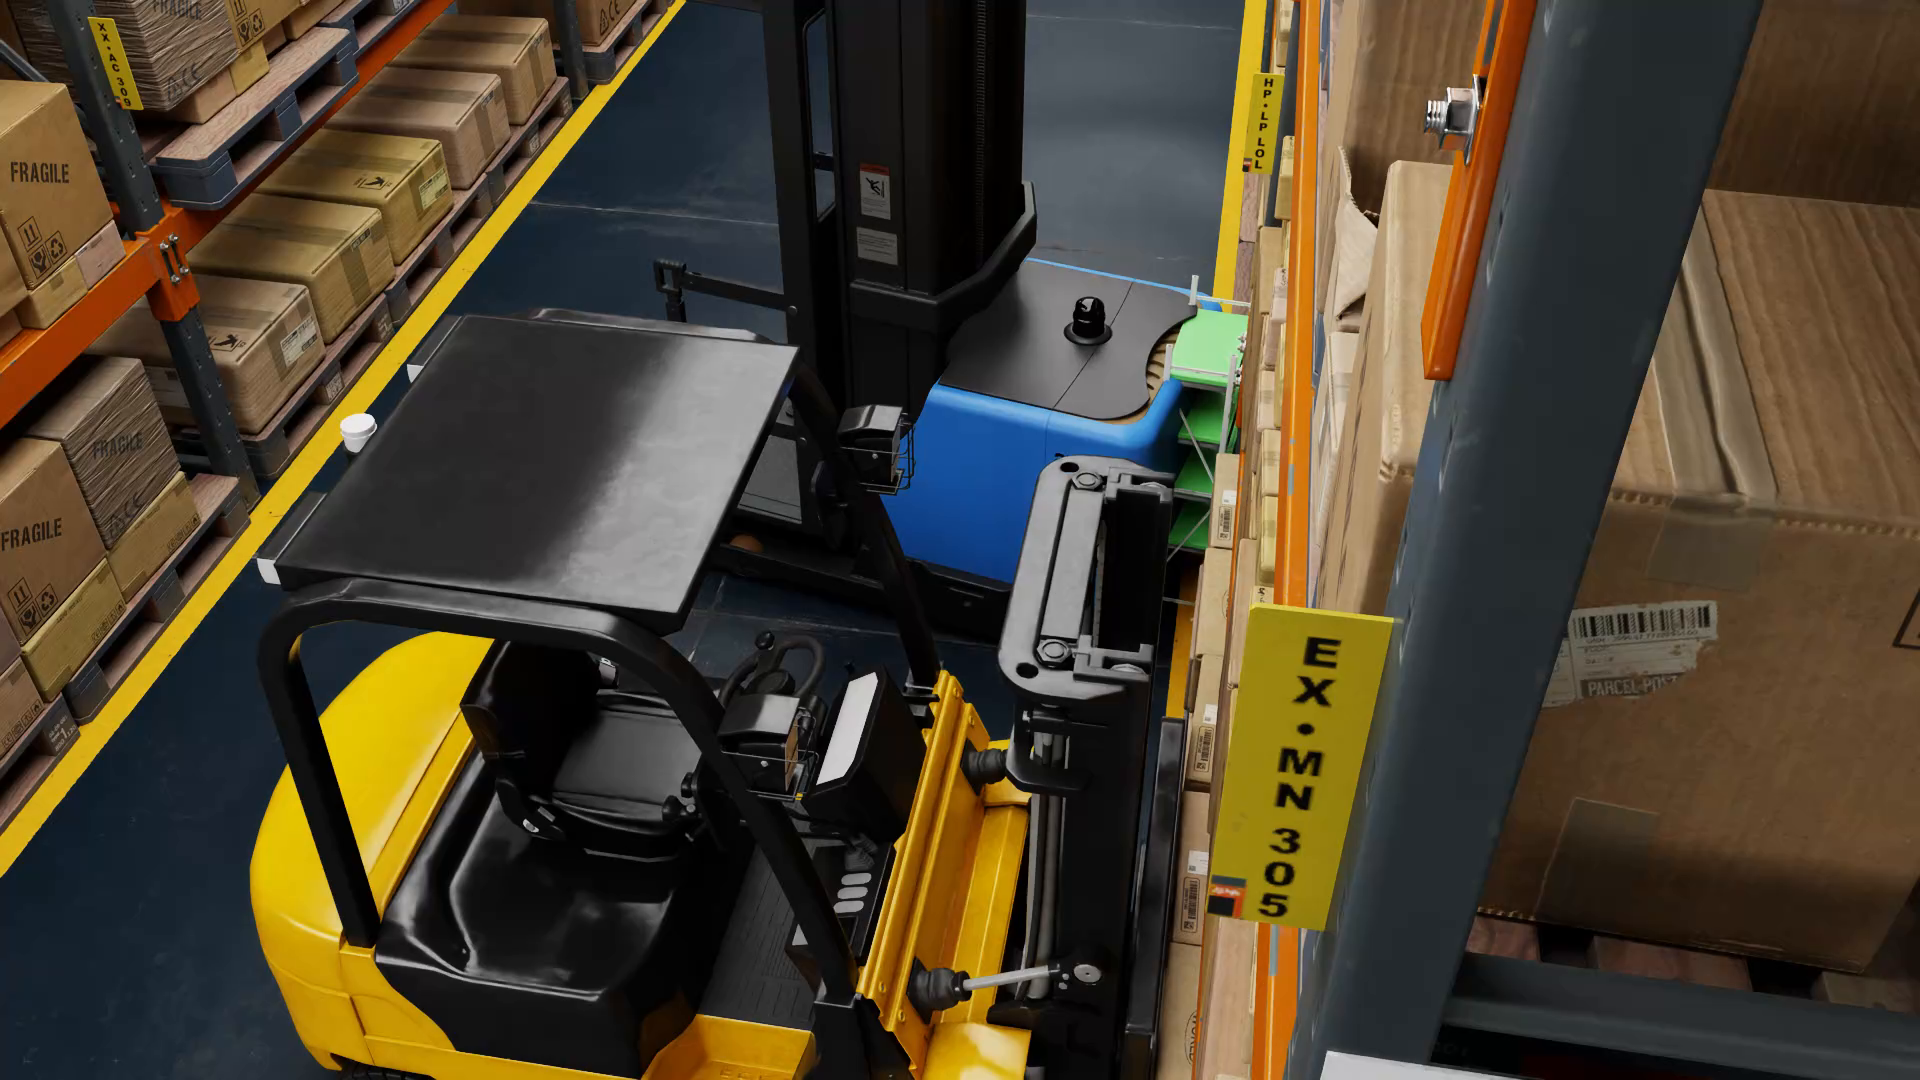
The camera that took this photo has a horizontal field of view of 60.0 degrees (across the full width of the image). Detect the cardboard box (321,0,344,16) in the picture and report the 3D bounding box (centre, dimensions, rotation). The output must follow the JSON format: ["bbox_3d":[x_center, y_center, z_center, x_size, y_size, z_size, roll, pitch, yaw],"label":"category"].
[{"bbox_3d":[-2.860,-2.378,7.139,0.380,0.149,0.250,7,40,8],"label":"cardboard box"}]

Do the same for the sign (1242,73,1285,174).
[{"bbox_3d":[0.930,-1.271,5.087,0.100,0.325,0.005,6,40,8],"label":"sign"}]

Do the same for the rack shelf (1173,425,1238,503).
[{"bbox_3d":[0.887,-0.269,6.226,0.258,0.148,0.480,11,40,13],"label":"rack shelf"}]

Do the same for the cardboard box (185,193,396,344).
[{"bbox_3d":[-3.214,-1.277,7.673,0.950,0.372,0.625,9,40,10],"label":"cardboard box"}]

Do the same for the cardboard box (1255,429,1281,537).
[{"bbox_3d":[0.902,-0.119,3.952,0.380,0.149,0.250,5,40,6],"label":"cardboard box"}]

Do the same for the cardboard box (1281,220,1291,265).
[{"bbox_3d":[1.152,-0.919,4.920,0.380,0.149,0.250,6,40,7],"label":"cardboard box"}]

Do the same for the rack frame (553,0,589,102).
[{"bbox_3d":[-2.731,-3.857,9.061,1.000,3.000,0.127,6,40,8],"label":"rack frame"}]

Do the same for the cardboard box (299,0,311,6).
[{"bbox_3d":[-2.874,-2.547,6.836,0.500,0.500,0.500,6,40,7],"label":"cardboard box"}]

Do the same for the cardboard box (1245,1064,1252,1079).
[{"bbox_3d":[0.678,0.852,2.778,0.380,0.149,0.250,7,40,9],"label":"cardboard box"}]

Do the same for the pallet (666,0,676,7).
[{"bbox_3d":[-2.307,-4.032,11.461,1.003,0.211,1.213,6,40,8],"label":"pallet"}]

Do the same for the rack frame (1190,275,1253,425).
[{"bbox_3d":[0.956,-0.465,6.368,0.240,1.200,0.015,11,40,13],"label":"rack frame"}]

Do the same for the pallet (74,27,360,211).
[{"bbox_3d":[-3.148,-1.736,6.647,1.003,0.211,1.213,6,40,8],"label":"pallet"}]

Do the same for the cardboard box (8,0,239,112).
[{"bbox_3d":[-3.060,-1.924,6.082,0.500,0.500,0.500,7,40,9],"label":"cardboard box"}]

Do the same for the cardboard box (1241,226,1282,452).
[{"bbox_3d":[1.132,-0.591,5.032,0.500,0.500,0.500,5,40,6],"label":"cardboard box"}]

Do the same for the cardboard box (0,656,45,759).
[{"bbox_3d":[-3.436,0.606,5.492,0.500,0.250,0.500,7,40,8],"label":"cardboard box"}]

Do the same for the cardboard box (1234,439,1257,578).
[{"bbox_3d":[0.972,0.056,4.250,0.500,0.500,0.500,6,40,7],"label":"cardboard box"}]

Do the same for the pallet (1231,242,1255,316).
[{"bbox_3d":[1.764,-0.962,7.747,1.003,0.211,1.213,6,40,8],"label":"pallet"}]

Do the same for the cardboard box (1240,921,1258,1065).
[{"bbox_3d":[0.659,0.732,2.690,0.380,0.149,0.250,7,40,9],"label":"cardboard box"}]

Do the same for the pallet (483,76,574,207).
[{"bbox_3d":[-2.868,-2.292,9.357,1.003,0.211,1.213,6,40,8],"label":"pallet"}]

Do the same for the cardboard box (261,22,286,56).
[{"bbox_3d":[-2.991,-2.066,6.762,0.380,0.149,0.250,9,40,11],"label":"cardboard box"}]

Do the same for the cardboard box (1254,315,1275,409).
[{"bbox_3d":[0.975,-0.443,4.345,0.380,0.149,0.250,7,40,9],"label":"cardboard box"}]

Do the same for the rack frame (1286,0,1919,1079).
[{"bbox_3d":[0.774,-0.603,0.418,1.000,3.000,0.127,6,40,8],"label":"rack frame"}]

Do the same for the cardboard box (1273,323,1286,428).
[{"bbox_3d":[0.963,-0.386,4.042,0.380,0.149,0.250,6,40,7],"label":"cardboard box"}]

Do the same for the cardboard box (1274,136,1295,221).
[{"bbox_3d":[1.119,-1.038,4.830,0.380,0.149,0.250,7,40,9],"label":"cardboard box"}]

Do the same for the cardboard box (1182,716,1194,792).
[{"bbox_3d":[0.895,0.804,4.860,0.500,0.250,0.500,6,40,7],"label":"cardboard box"}]

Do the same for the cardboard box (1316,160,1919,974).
[{"bbox_3d":[0.611,0.009,1.544,0.500,0.500,0.500,8,40,9],"label":"cardboard box"}]

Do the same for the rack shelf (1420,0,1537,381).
[{"bbox_3d":[1.120,-1.427,2.293,1.077,0.370,4.000,6,40,8],"label":"rack shelf"}]

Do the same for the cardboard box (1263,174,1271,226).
[{"bbox_3d":[1.300,-1.273,5.661,0.500,0.250,0.500,6,40,7],"label":"cardboard box"}]

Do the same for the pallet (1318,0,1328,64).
[{"bbox_3d":[1.344,-1.385,3.787,1.003,0.211,1.213,6,40,8],"label":"pallet"}]

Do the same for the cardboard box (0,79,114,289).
[{"bbox_3d":[-3.255,-1.194,5.528,0.500,0.500,0.500,5,40,7],"label":"cardboard box"}]

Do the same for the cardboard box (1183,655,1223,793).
[{"bbox_3d":[0.900,0.613,4.698,0.500,0.250,0.500,8,40,9],"label":"cardboard box"}]

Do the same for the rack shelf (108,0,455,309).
[{"bbox_3d":[-3.077,-2.325,7.772,1.077,0.370,4.000,6,40,8],"label":"rack shelf"}]

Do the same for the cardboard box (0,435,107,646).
[{"bbox_3d":[-3.347,-0.018,5.657,0.500,0.500,0.500,7,40,8],"label":"cardboard box"}]

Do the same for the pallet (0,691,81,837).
[{"bbox_3d":[-3.713,0.921,5.470,1.003,0.211,1.213,6,40,8],"label":"pallet"}]

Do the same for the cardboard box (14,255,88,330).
[{"bbox_3d":[-3.215,-0.857,5.630,0.380,0.149,0.250,7,40,9],"label":"cardboard box"}]

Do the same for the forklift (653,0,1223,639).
[{"bbox_3d":[-0.579,-1.279,5.997,3.031,2.935,1.130,14,42,17],"label":"forklift"}]

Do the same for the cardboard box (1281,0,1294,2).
[{"bbox_3d":[1.476,-1.917,6.440,0.500,0.250,0.500,7,40,9],"label":"cardboard box"}]

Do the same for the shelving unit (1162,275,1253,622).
[{"bbox_3d":[0.887,-0.319,6.186,0.258,1.200,0.503,11,40,13],"label":"shelving unit"}]

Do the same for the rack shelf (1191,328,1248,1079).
[{"bbox_3d":[1.120,0.731,4.077,1.077,0.370,4.000,6,40,8],"label":"rack shelf"}]

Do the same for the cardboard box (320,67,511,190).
[{"bbox_3d":[-2.958,-2.189,8.776,0.950,0.372,0.625,6,40,7],"label":"cardboard box"}]

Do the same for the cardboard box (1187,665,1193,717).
[{"bbox_3d":[0.984,0.684,5.397,0.500,0.250,0.500,6,40,7],"label":"cardboard box"}]

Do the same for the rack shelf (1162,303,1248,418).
[{"bbox_3d":[0.888,-0.644,5.926,0.258,0.148,0.480,11,40,13],"label":"rack shelf"}]

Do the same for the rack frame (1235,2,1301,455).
[{"bbox_3d":[1.466,-0.802,5.366,1.000,3.000,0.127,6,40,8],"label":"rack frame"}]

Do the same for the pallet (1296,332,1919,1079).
[{"bbox_3d":[0.922,0.146,1.935,1.003,0.211,1.213,6,40,8],"label":"pallet"}]

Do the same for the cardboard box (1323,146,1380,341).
[{"bbox_3d":[0.662,-0.309,2.113,0.396,0.266,0.258,6,40,8],"label":"cardboard box"}]

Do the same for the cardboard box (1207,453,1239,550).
[{"bbox_3d":[1.074,-0.020,5.464,0.500,0.250,0.500,6,40,7],"label":"cardboard box"}]

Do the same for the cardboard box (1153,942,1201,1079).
[{"bbox_3d":[0.707,1.259,3.917,0.500,0.250,0.500,7,40,8],"label":"cardboard box"}]

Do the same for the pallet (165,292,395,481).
[{"bbox_3d":[-3.290,-0.761,7.504,1.003,0.211,1.213,6,40,8],"label":"pallet"}]

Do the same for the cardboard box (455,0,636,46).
[{"bbox_3d":[-2.530,-3.624,10.117,0.875,0.875,0.875,6,40,7],"label":"cardboard box"}]

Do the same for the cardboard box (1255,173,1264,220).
[{"bbox_3d":[1.377,-1.405,6.213,0.500,0.250,0.500,6,40,7],"label":"cardboard box"}]

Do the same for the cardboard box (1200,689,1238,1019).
[{"bbox_3d":[0.788,0.686,3.488,0.500,0.500,0.500,6,40,7],"label":"cardboard box"}]

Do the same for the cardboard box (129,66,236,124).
[{"bbox_3d":[-3.016,-1.724,6.348,0.380,0.149,0.250,7,40,8],"label":"cardboard box"}]

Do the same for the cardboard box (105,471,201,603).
[{"bbox_3d":[-3.261,-0.048,6.282,0.500,0.250,0.500,8,40,10],"label":"cardboard box"}]

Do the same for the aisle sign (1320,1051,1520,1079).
[{"bbox_3d":[0.474,0.716,1.490,0.394,0.787,0.004,6,40,8],"label":"aisle sign"}]
